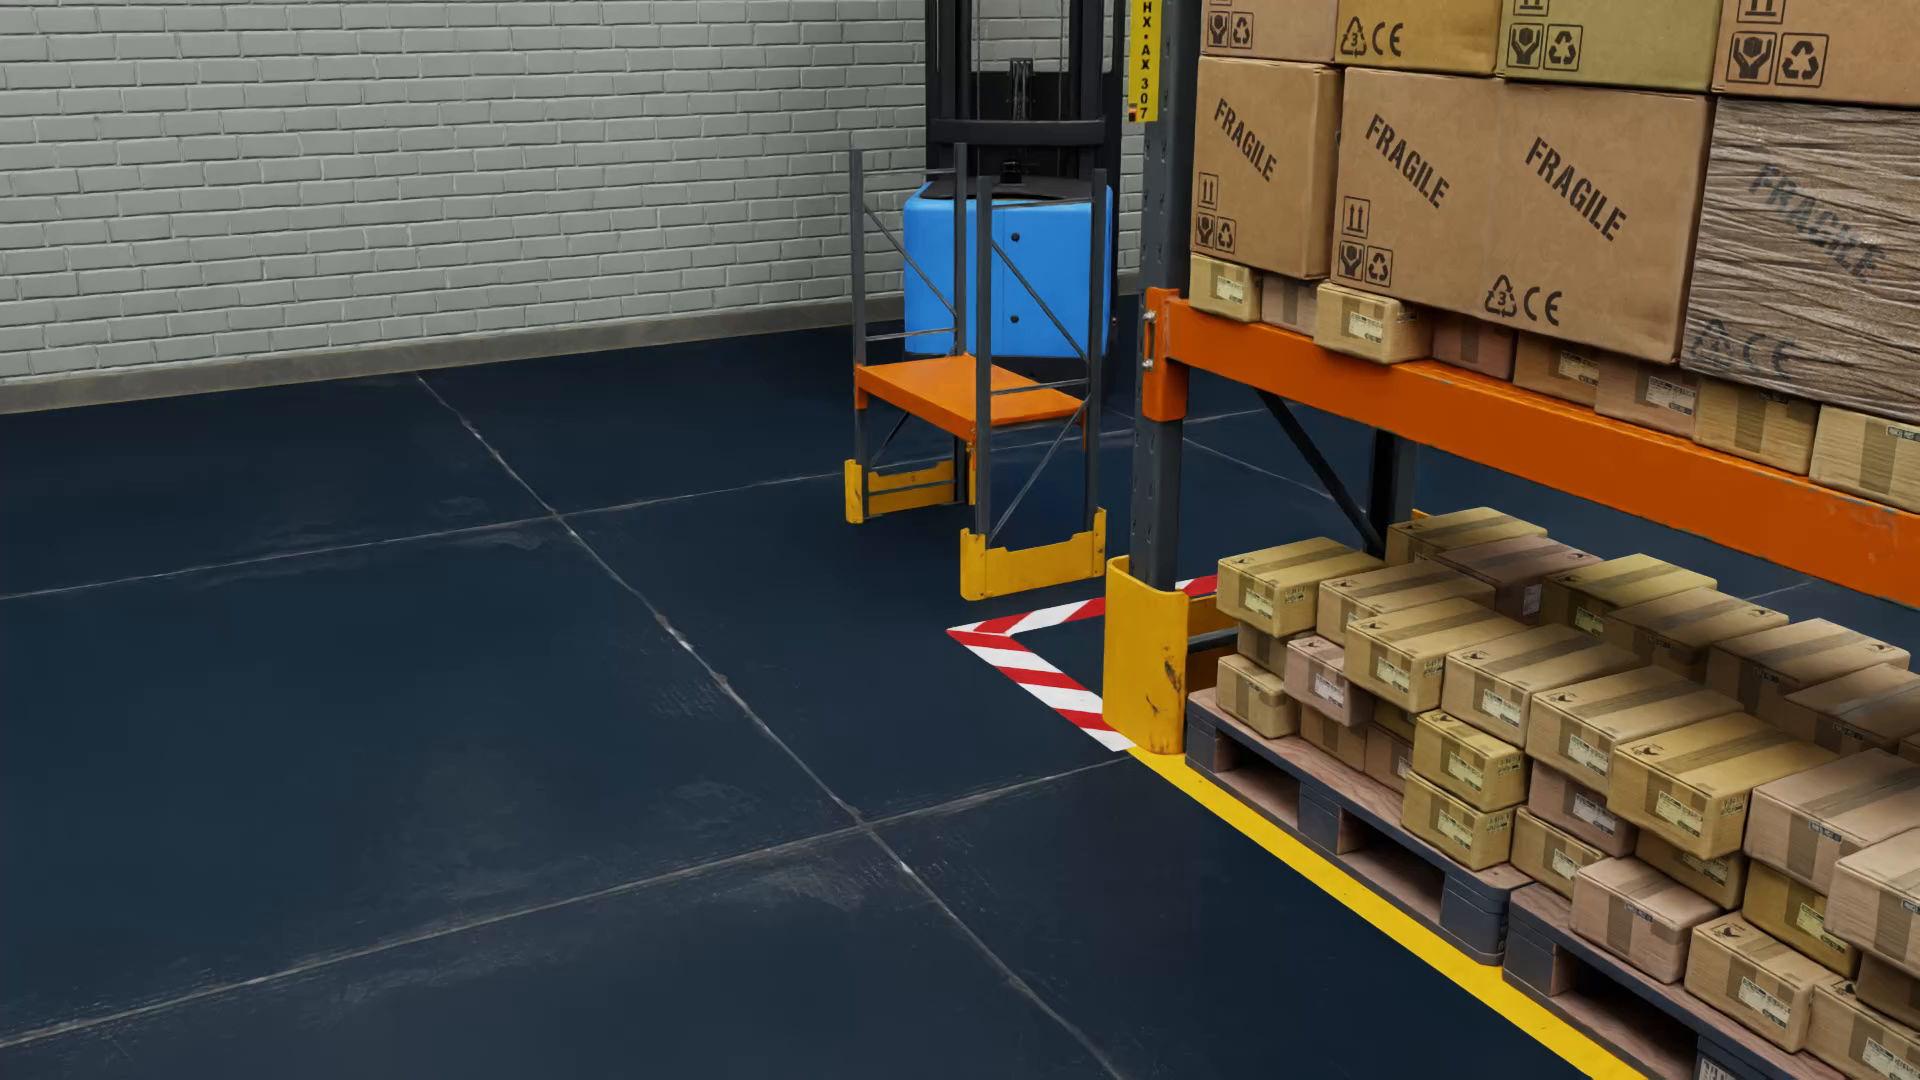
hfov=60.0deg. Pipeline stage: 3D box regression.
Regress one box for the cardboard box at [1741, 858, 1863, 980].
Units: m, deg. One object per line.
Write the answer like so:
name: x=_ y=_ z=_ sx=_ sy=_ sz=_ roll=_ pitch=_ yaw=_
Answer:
cardboard box: x=1.787 y=0.697 z=3.282 sx=0.380 sy=0.149 sz=0.250 roll=-9 pitch=21 yaw=-24

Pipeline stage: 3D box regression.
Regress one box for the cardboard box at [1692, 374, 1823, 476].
cardboard box: x=1.619 y=-0.245 z=3.129 sx=0.380 sy=0.149 sz=0.250 roll=-9 pitch=21 yaw=-25

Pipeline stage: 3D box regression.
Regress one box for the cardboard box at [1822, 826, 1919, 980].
cardboard box: x=1.786 y=0.644 z=2.982 sx=0.380 sy=0.149 sz=0.250 roll=-11 pitch=22 yaw=-29

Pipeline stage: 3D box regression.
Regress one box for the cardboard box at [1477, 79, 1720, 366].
cardboard box: x=1.437 y=-0.672 z=3.370 sx=0.500 sy=0.500 sz=0.500 roll=-10 pitch=21 yaw=-26

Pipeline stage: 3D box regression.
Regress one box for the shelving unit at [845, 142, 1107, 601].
shelving unit: x=0.036 y=-0.687 z=6.323 sx=0.587 sy=1.500 sz=1.083 roll=-10 pitch=21 yaw=-27

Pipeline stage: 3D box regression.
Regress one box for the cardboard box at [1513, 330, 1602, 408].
cardboard box: x=1.423 y=-0.398 z=3.572 sx=0.380 sy=0.149 sz=0.250 roll=-10 pitch=22 yaw=-27

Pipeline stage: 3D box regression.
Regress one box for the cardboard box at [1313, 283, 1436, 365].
cardboard box: x=1.072 y=-0.533 z=3.963 sx=0.380 sy=0.149 sz=0.250 roll=-11 pitch=22 yaw=-28

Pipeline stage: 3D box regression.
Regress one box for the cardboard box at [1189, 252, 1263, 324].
cardboard box: x=0.834 y=-0.685 z=4.404 sx=0.380 sy=0.149 sz=0.250 roll=-10 pitch=21 yaw=-27

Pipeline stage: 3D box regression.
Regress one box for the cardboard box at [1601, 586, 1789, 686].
cardboard box: x=1.814 y=0.253 z=4.115 sx=0.380 sy=0.149 sz=0.250 roll=-11 pitch=22 yaw=-29

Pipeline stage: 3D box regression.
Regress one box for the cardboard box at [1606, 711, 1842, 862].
cardboard box: x=1.561 y=0.498 z=3.404 sx=0.380 sy=0.149 sz=0.250 roll=-10 pitch=21 yaw=-26

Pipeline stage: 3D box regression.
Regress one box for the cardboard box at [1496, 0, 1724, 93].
cardboard box: x=1.421 y=-1.142 z=3.199 sx=0.500 sy=0.500 sz=0.500 roll=-11 pitch=22 yaw=-28

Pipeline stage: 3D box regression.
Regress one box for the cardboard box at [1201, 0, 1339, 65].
cardboard box: x=0.948 y=-1.438 z=4.059 sx=0.500 sy=0.500 sz=0.500 roll=-10 pitch=21 yaw=-27

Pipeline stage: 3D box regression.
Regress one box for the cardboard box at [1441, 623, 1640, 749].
cardboard box: x=1.353 y=0.334 z=3.879 sx=0.380 sy=0.149 sz=0.250 roll=-11 pitch=22 yaw=-29

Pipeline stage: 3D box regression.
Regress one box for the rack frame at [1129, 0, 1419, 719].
rack frame: x=0.968 y=-0.948 z=4.779 sx=1.000 sy=3.000 sz=0.127 roll=-10 pitch=21 yaw=-27

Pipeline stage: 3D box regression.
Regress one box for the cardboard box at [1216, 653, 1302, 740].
cardboard box: x=0.936 y=0.401 z=4.596 sx=0.380 sy=0.149 sz=0.250 roll=-10 pitch=21 yaw=-26

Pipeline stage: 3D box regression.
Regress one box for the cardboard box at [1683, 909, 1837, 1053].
cardboard box: x=1.682 y=0.843 z=3.315 sx=0.380 sy=0.149 sz=0.250 roll=-10 pitch=21 yaw=-27

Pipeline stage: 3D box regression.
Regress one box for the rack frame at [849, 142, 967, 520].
rack frame: x=-0.201 y=-0.830 z=6.739 sx=0.500 sy=1.500 sz=0.032 roll=-10 pitch=21 yaw=-27

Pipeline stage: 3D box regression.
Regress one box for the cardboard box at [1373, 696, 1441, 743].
cardboard box: x=1.266 y=0.395 z=4.159 sx=0.380 sy=0.149 sz=0.250 roll=-10 pitch=21 yaw=-26

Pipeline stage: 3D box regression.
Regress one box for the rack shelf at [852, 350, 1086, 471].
rack shelf: x=0.041 y=-0.514 z=6.374 sx=0.538 sy=0.185 sz=1.000 roll=-10 pitch=21 yaw=-27

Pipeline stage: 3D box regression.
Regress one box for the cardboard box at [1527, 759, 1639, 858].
cardboard box: x=1.502 y=0.547 z=3.719 sx=0.380 sy=0.149 sz=0.250 roll=-11 pitch=22 yaw=-29

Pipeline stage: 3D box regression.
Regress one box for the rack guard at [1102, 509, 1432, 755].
rack guard: x=1.005 y=0.256 z=5.124 sx=1.175 sy=0.500 sz=0.348 roll=-10 pitch=21 yaw=-27

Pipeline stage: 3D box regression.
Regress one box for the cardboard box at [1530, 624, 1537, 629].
cardboard box: x=1.547 y=0.252 z=4.575 sx=0.380 sy=0.149 sz=0.250 roll=-11 pitch=22 yaw=-28

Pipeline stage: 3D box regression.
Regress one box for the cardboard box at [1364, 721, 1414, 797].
cardboard box: x=1.256 y=0.534 z=4.212 sx=0.380 sy=0.149 sz=0.250 roll=-10 pitch=21 yaw=-26

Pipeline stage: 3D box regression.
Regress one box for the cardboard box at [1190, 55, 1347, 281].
cardboard box: x=0.939 y=-0.964 z=4.217 sx=0.500 sy=0.500 sz=0.500 roll=-9 pitch=21 yaw=-24

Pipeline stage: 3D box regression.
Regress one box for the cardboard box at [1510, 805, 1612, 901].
cardboard box: x=1.486 y=0.683 z=3.780 sx=0.380 sy=0.149 sz=0.250 roll=-10 pitch=21 yaw=-27

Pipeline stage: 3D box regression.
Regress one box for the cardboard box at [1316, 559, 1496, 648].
cardboard box: x=1.155 y=0.184 z=4.315 sx=0.380 sy=0.149 sz=0.250 roll=-10 pitch=21 yaw=-26

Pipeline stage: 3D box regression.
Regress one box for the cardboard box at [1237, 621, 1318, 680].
cardboard box: x=0.991 y=0.251 z=4.576 sx=0.380 sy=0.149 sz=0.250 roll=-9 pitch=21 yaw=-24

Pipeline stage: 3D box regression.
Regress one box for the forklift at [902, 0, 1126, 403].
forklift: x=0.381 y=-2.508 z=9.405 sx=1.130 sy=2.935 sz=3.031 roll=2 pitch=19 yaw=6

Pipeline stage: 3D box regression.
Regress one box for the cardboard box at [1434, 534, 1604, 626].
cardboard box: x=1.512 y=0.114 z=4.517 sx=0.380 sy=0.149 sz=0.250 roll=-10 pitch=21 yaw=-26

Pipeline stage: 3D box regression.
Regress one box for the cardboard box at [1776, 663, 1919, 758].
cardboard box: x=2.018 y=0.414 z=3.647 sx=0.380 sy=0.149 sz=0.250 roll=-11 pitch=22 yaw=-28

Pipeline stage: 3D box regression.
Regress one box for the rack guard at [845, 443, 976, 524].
rack guard: x=-0.200 y=-0.239 z=6.942 sx=0.587 sy=0.250 sz=0.087 roll=-10 pitch=21 yaw=-27

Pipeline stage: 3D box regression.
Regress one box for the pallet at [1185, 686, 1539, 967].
pallet: x=1.359 y=0.631 z=4.479 sx=1.003 sy=0.211 sz=1.213 roll=-10 pitch=21 yaw=-27
